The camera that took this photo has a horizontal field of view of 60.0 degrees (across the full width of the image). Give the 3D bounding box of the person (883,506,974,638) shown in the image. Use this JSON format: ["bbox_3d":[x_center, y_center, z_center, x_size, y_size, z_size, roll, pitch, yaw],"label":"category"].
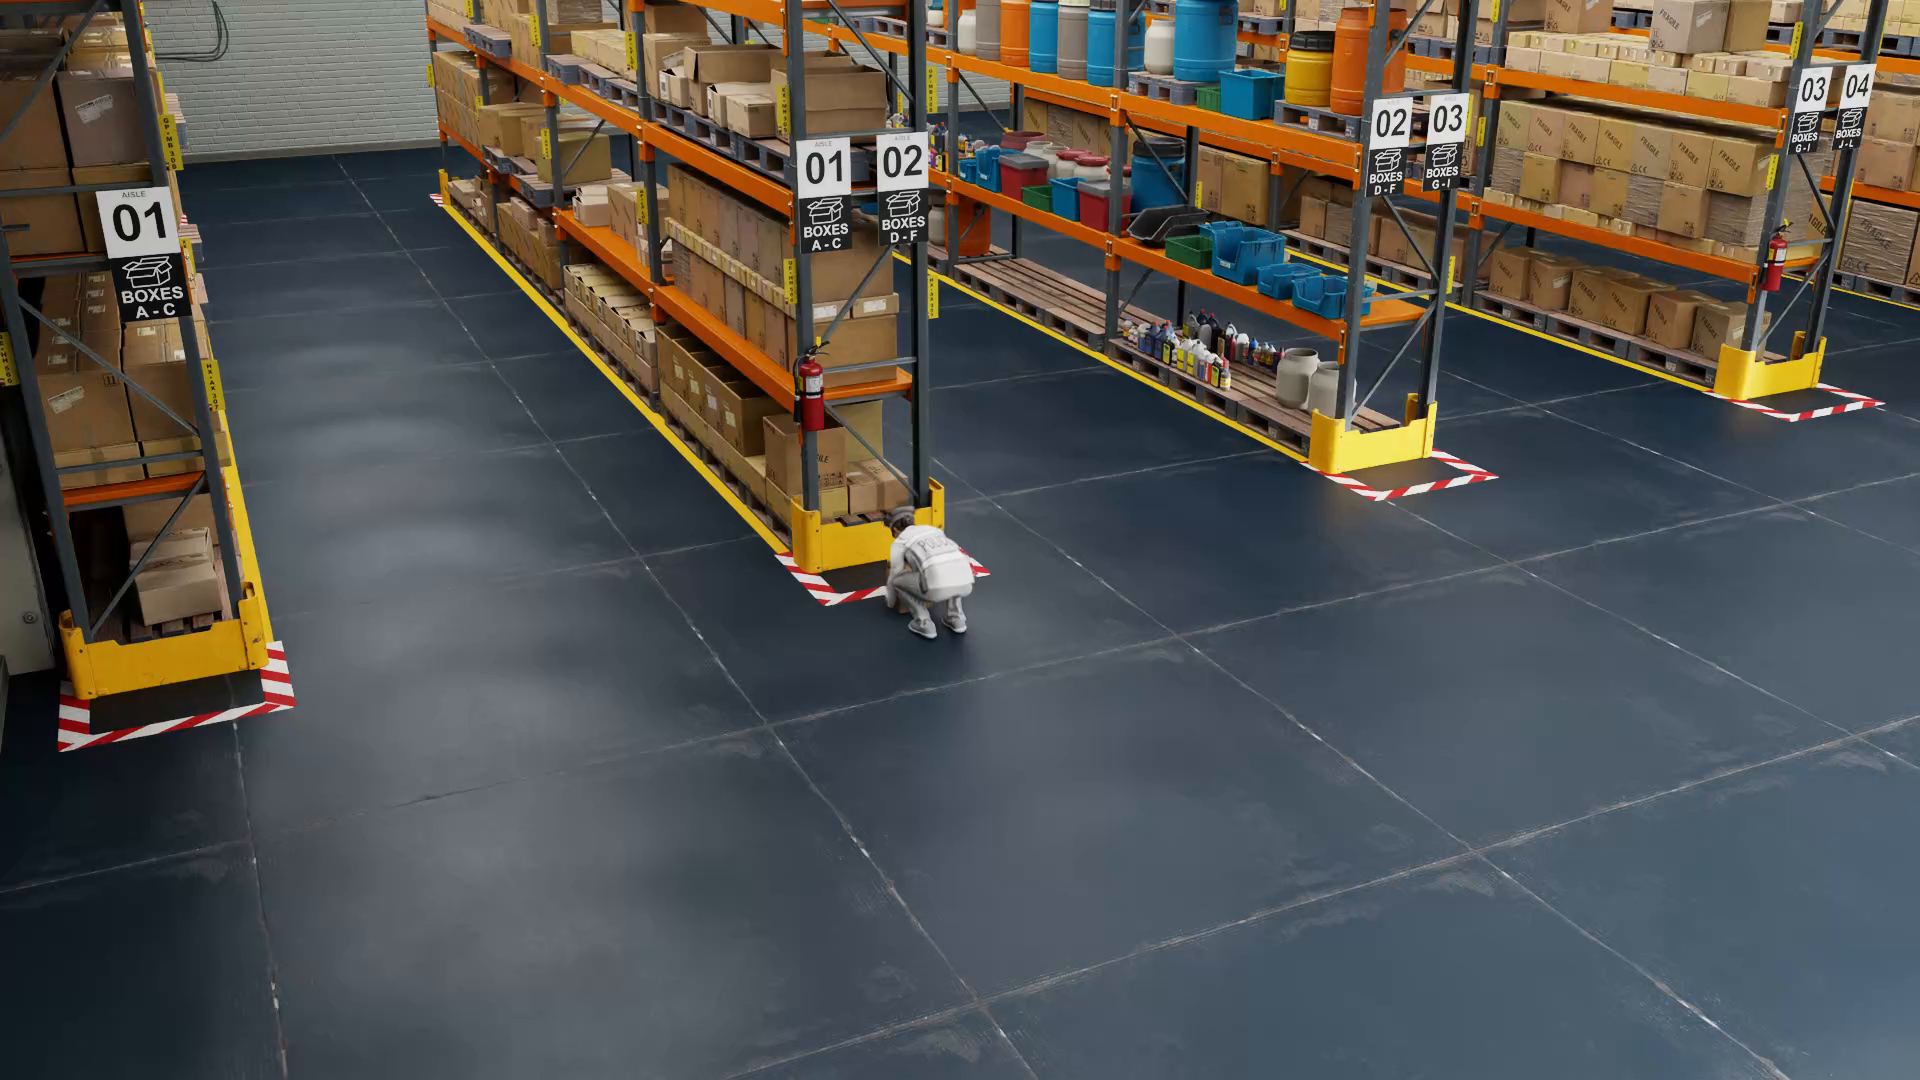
[{"bbox_3d":[-0.237,0.243,11.668,0.470,0.840,0.892,-11,25,-24],"label":"person"}]
